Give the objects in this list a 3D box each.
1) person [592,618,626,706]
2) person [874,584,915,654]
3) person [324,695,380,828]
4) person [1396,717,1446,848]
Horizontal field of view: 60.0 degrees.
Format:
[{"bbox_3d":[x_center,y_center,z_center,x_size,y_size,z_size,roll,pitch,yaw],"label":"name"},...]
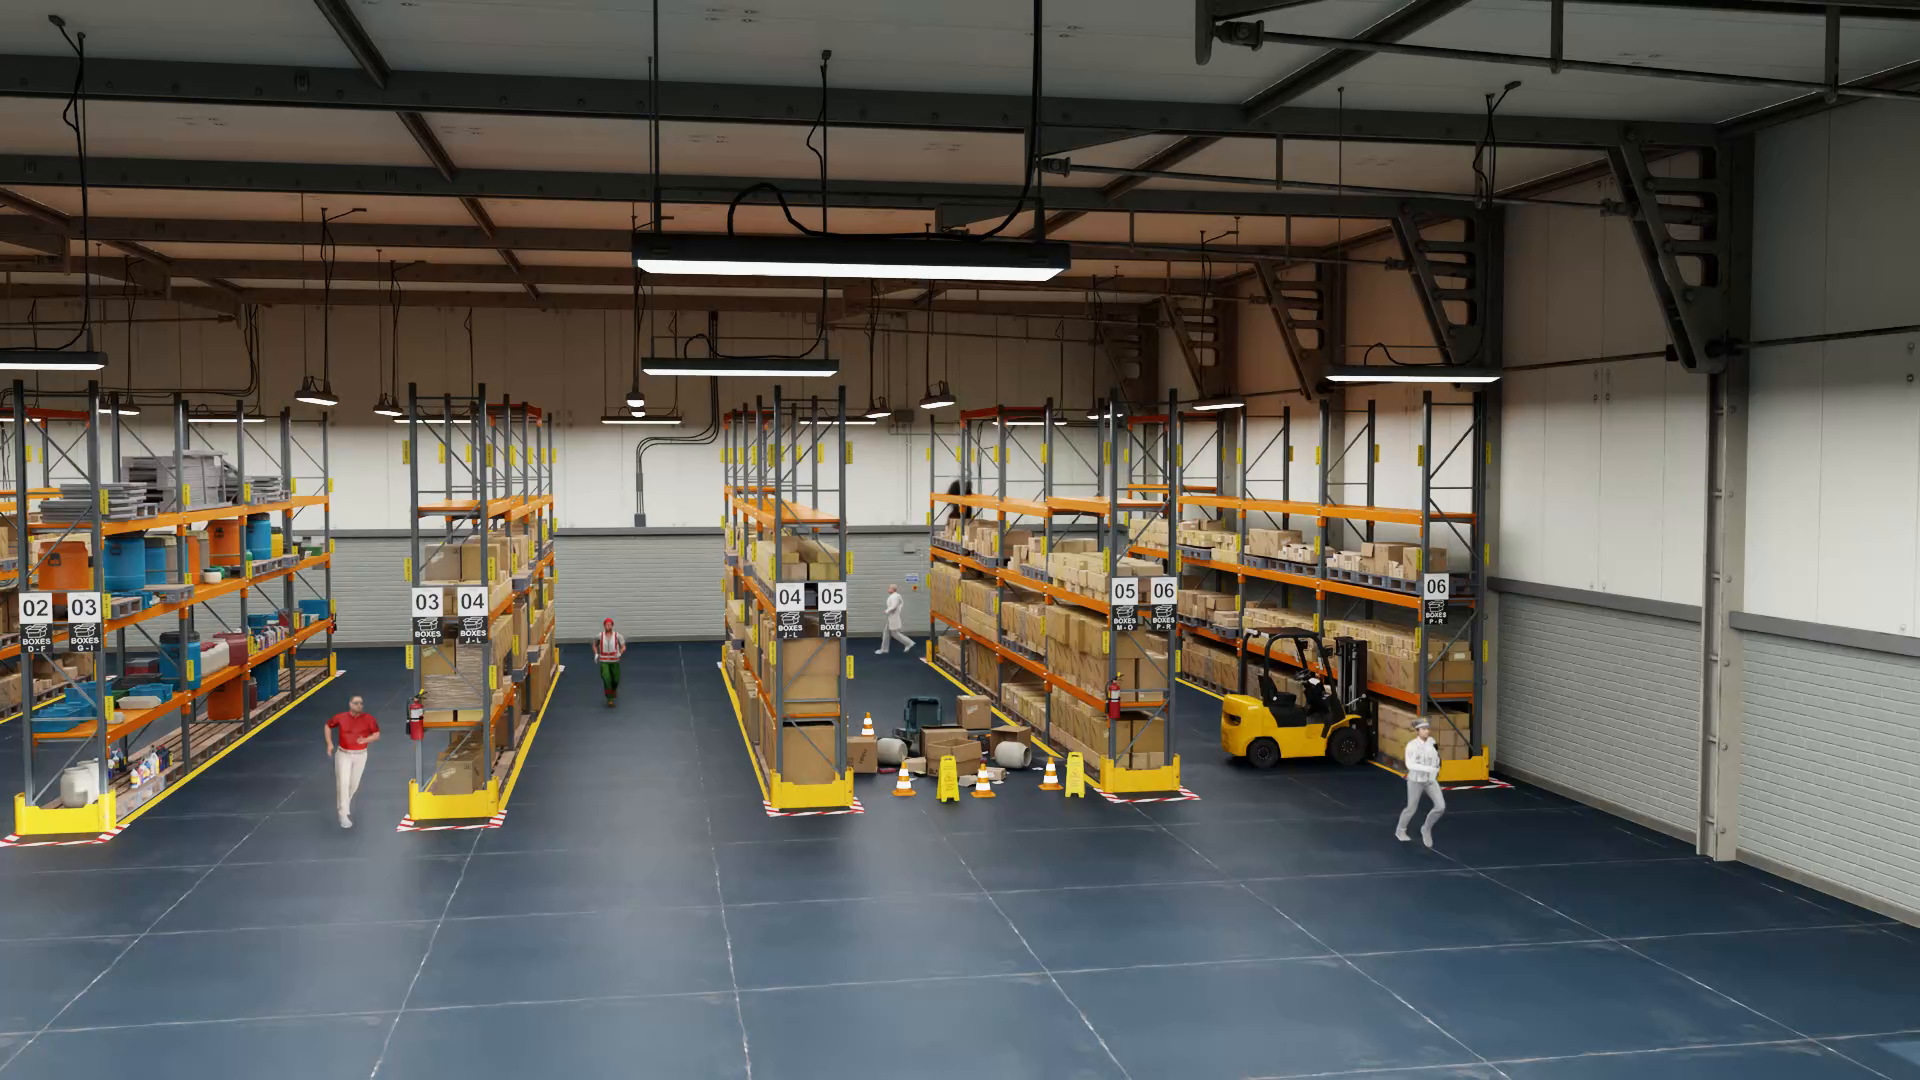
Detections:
[{"bbox_3d":[-7.040,2.438,33.367,0.651,1.747,0.692,-1,3,-12],"label":"person"},{"bbox_3d":[-1.638,1.983,41.585,1.025,1.760,0.705,0,3,0],"label":"person"},{"bbox_3d":[-8.241,2.963,22.629,0.674,1.704,0.993,-2,3,-34],"label":"person"},{"bbox_3d":[5.906,3.075,21.198,0.604,1.670,0.828,-1,3,-18],"label":"person"}]
